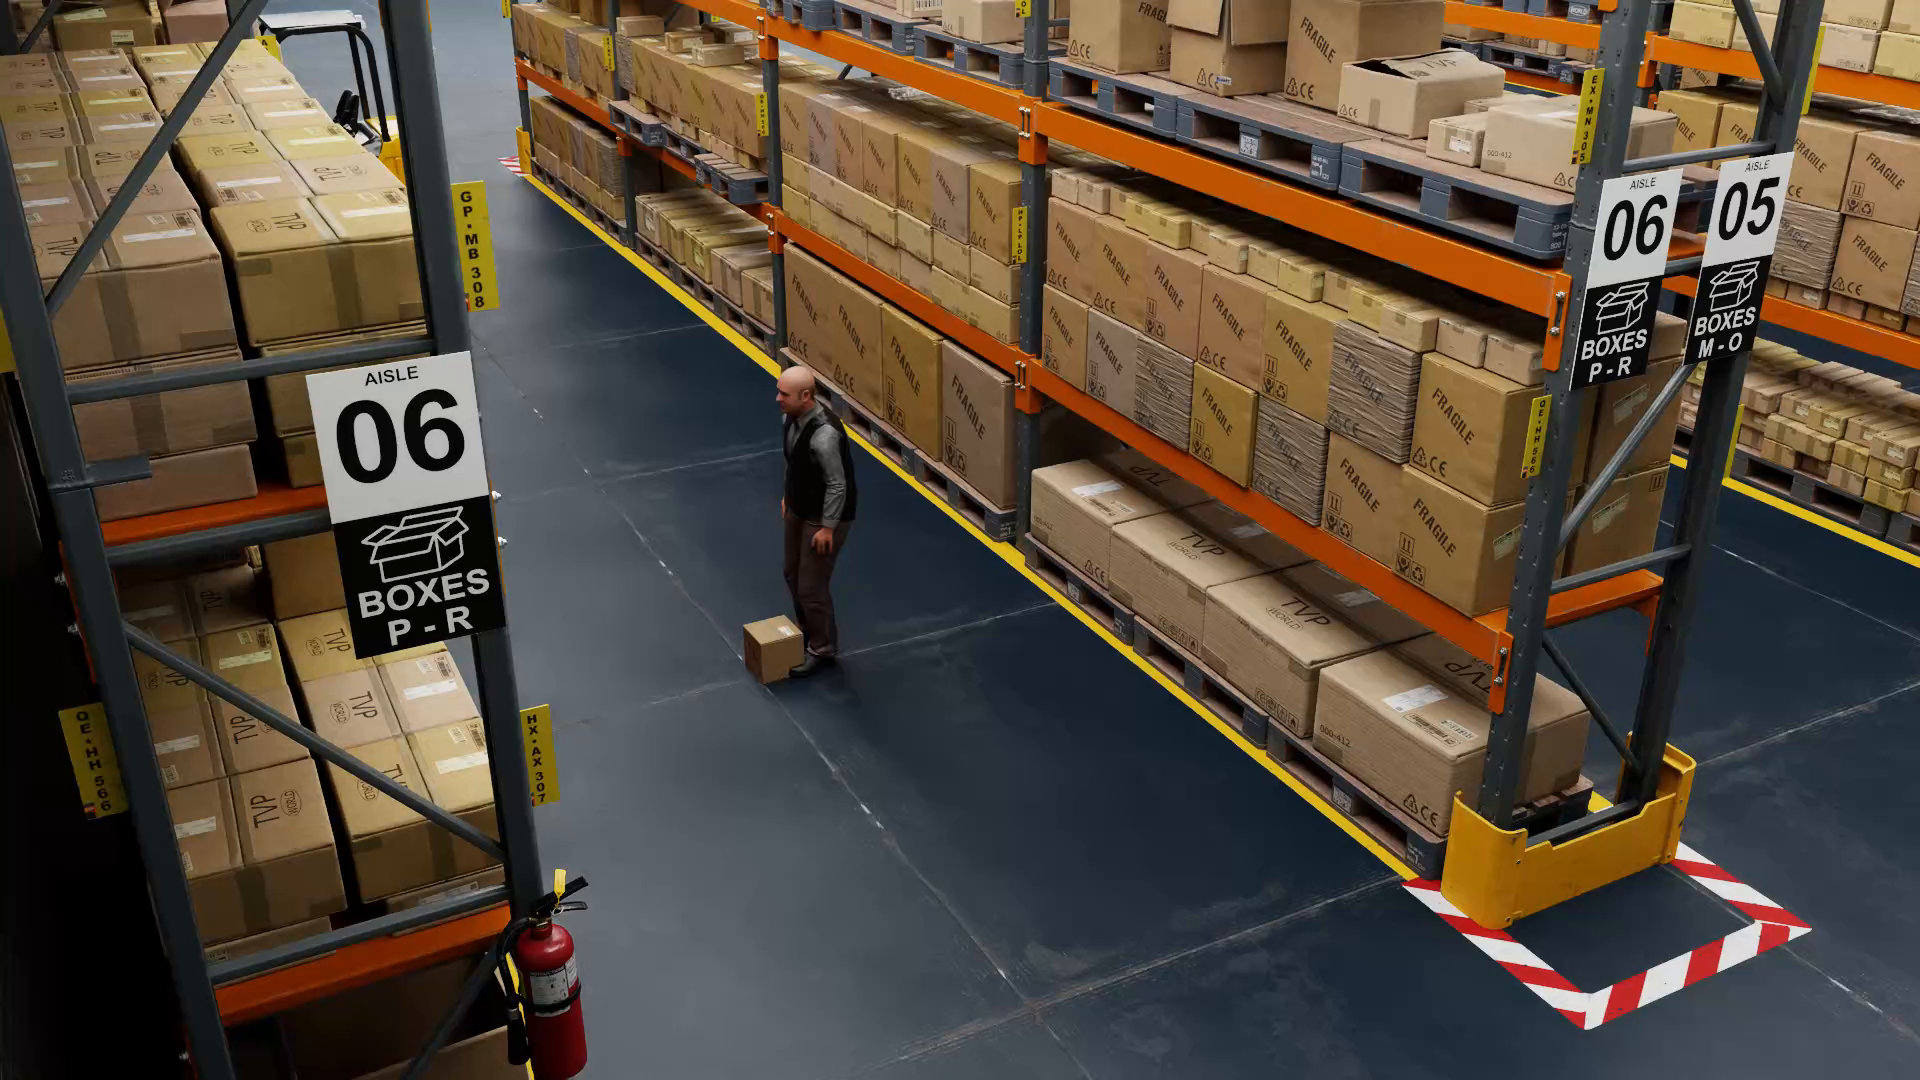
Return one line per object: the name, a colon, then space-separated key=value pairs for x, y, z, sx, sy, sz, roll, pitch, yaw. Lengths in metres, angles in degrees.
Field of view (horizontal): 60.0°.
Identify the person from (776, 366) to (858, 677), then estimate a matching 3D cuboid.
person: x=-0.795 y=-0.124 z=8.901 sx=0.467 sy=1.720 sz=0.579 roll=-13 pitch=28 yaw=-25
